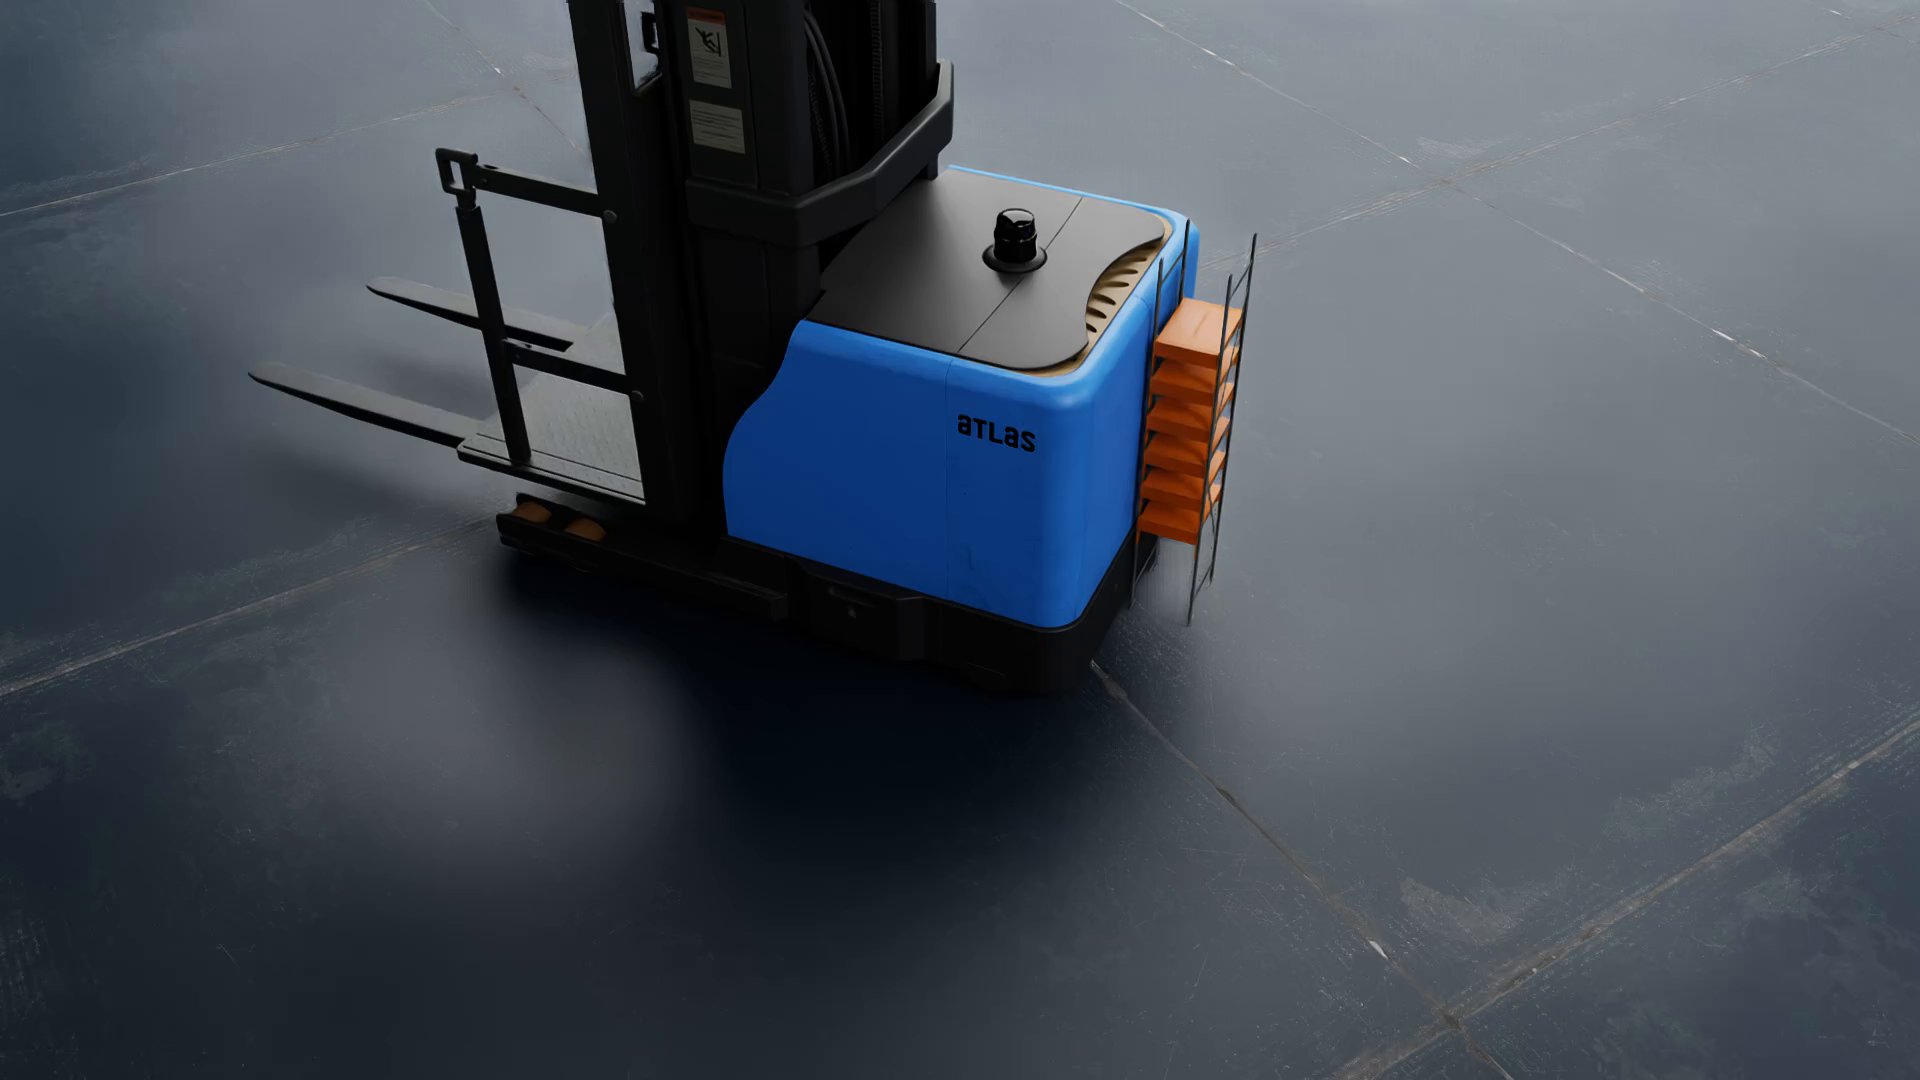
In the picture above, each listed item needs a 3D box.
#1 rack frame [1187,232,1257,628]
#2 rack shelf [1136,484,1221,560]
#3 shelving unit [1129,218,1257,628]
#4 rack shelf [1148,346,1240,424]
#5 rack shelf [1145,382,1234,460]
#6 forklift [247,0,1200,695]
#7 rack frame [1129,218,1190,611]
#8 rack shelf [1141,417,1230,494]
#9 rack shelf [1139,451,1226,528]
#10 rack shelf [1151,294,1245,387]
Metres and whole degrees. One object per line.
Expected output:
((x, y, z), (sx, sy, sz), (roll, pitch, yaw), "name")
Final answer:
((0.725, -0.272, 4.639), (0.006, 1.200, 0.240), (16, 42, 18), "rack frame")
((0.642, -0.077, 4.849), (0.180, 0.103, 0.258), (16, 42, 18), "rack shelf")
((0.642, -0.295, 4.667), (0.189, 1.200, 0.258), (16, 42, 18), "shelving unit")
((0.642, -0.446, 4.542), (0.180, 0.103, 0.258), (16, 42, 18), "rack shelf")
((0.642, -0.353, 4.619), (0.180, 0.103, 0.258), (16, 42, 18), "rack shelf")
((-0.874, -1.318, 4.543), (3.031, 2.935, 1.130), (16, 42, 18), "forklift")
((0.558, -0.319, 4.696), (0.006, 1.200, 0.240), (16, 42, 18), "rack frame")
((0.642, -0.261, 4.696), (0.180, 0.103, 0.258), (16, 42, 18), "rack shelf")
((0.642, -0.169, 4.772), (0.180, 0.103, 0.258), (16, 42, 18), "rack shelf")
((0.642, -0.538, 4.465), (0.180, 0.103, 0.258), (16, 42, 18), "rack shelf")
